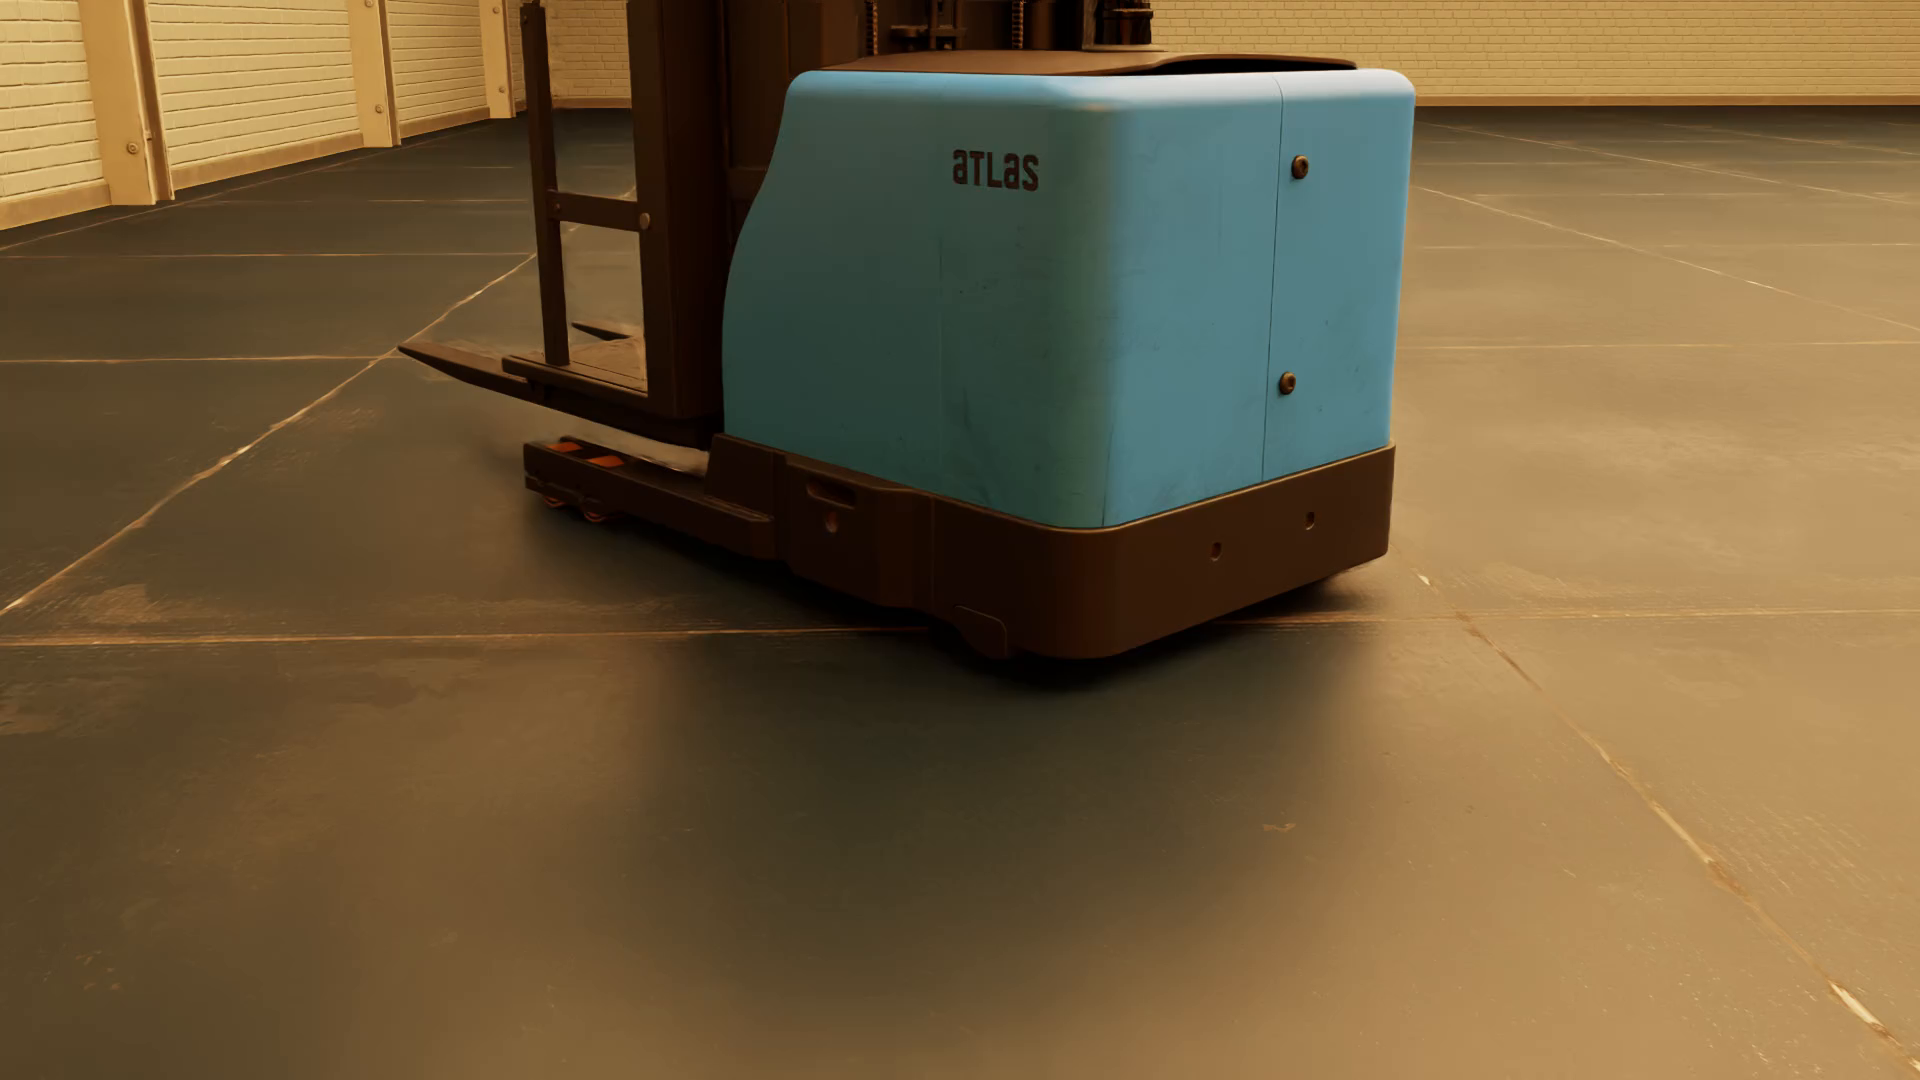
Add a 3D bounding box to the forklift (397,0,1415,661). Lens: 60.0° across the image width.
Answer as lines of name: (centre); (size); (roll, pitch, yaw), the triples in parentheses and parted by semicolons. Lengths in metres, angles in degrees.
forklift: (-0.450, -1.533, 3.917); (1.130, 2.935, 3.031); (-15, 23, -41)
